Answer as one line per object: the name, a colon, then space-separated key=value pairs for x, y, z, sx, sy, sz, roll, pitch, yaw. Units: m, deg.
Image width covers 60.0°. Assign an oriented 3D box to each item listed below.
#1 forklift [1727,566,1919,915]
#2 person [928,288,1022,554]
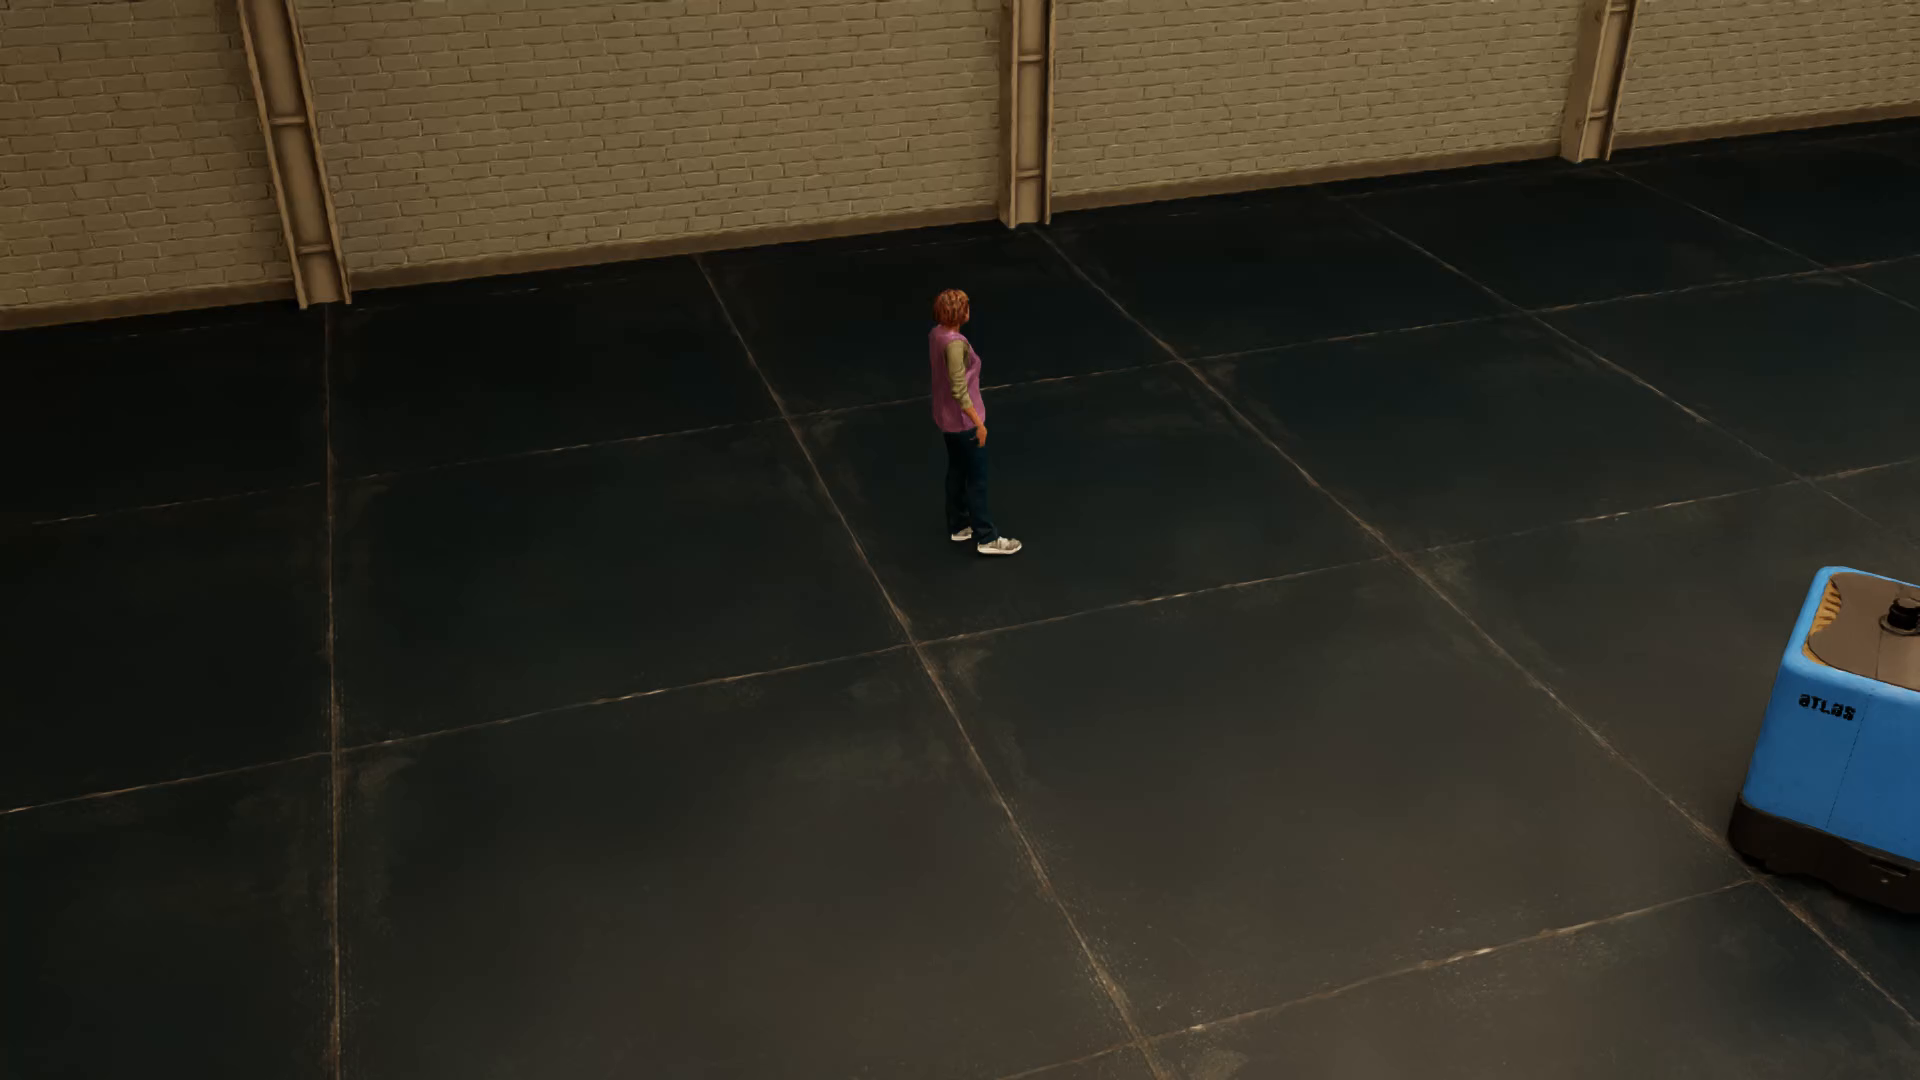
forklift: x=4.988 y=0.361 z=6.460 sx=3.031 sy=2.935 sz=1.130 roll=18 pitch=34 yaw=28
person: x=0.075 y=-0.703 z=9.633 sx=0.474 sy=1.597 sz=0.520 roll=-10 pitch=31 yaw=-16
